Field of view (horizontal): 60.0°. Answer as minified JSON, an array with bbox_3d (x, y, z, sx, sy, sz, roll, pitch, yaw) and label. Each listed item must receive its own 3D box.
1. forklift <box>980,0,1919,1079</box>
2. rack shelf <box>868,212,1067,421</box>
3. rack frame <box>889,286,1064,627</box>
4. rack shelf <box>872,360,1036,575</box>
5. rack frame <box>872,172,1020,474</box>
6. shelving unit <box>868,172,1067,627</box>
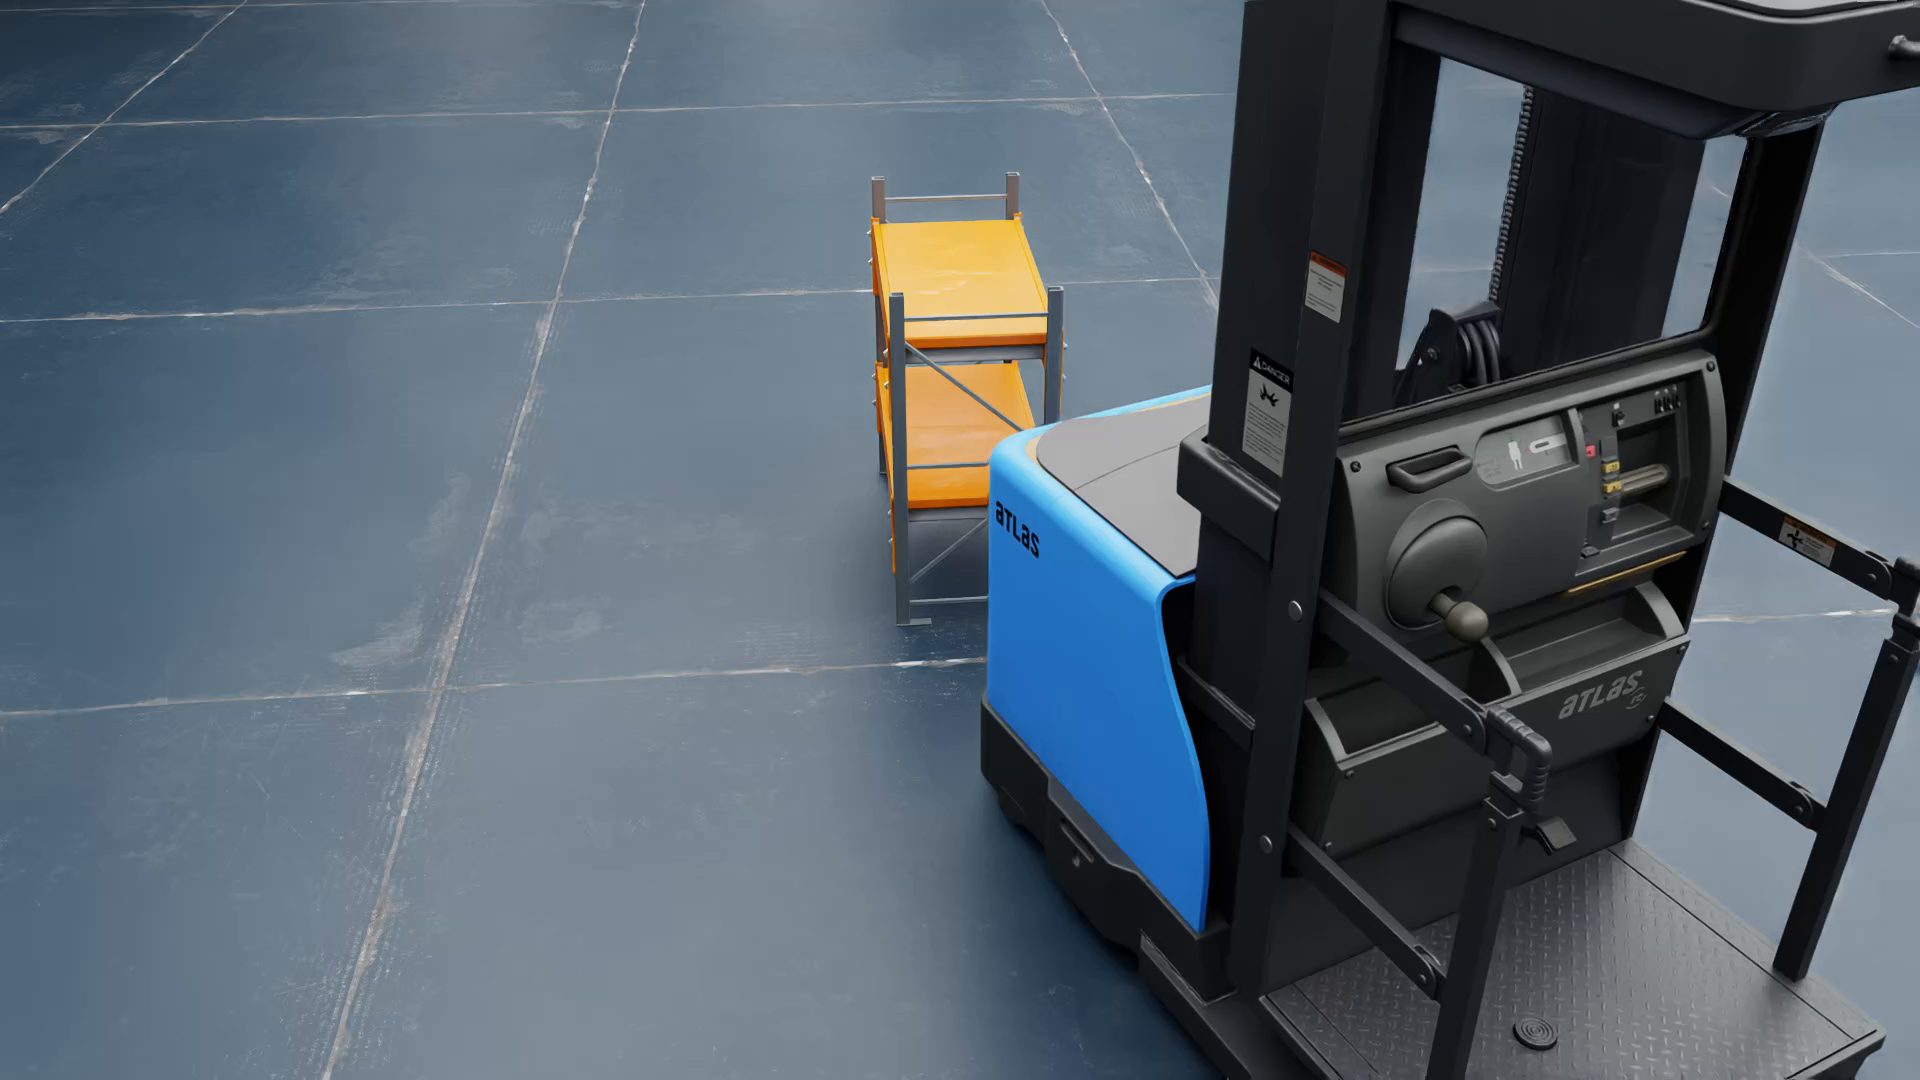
[{"bbox_3d":[1.191,-0.036,2.953,1.130,2.935,3.031,-15,34,-24],"label":"forklift"},{"bbox_3d":[-0.001,-0.738,5.317,0.538,0.278,1.000,-3,31,-5],"label":"rack shelf"},{"bbox_3d":[0.047,-0.227,5.033,0.500,1.125,0.032,-3,31,-5],"label":"rack frame"},{"bbox_3d":[-0.001,-0.276,5.593,0.538,0.278,1.000,-3,31,-5],"label":"rack shelf"},{"bbox_3d":[-0.048,-0.746,5.902,0.500,1.125,0.032,-3,31,-5],"label":"rack frame"},{"bbox_3d":[-0.001,-0.486,5.467,0.538,1.125,1.048,-3,31,-5],"label":"shelving unit"}]
